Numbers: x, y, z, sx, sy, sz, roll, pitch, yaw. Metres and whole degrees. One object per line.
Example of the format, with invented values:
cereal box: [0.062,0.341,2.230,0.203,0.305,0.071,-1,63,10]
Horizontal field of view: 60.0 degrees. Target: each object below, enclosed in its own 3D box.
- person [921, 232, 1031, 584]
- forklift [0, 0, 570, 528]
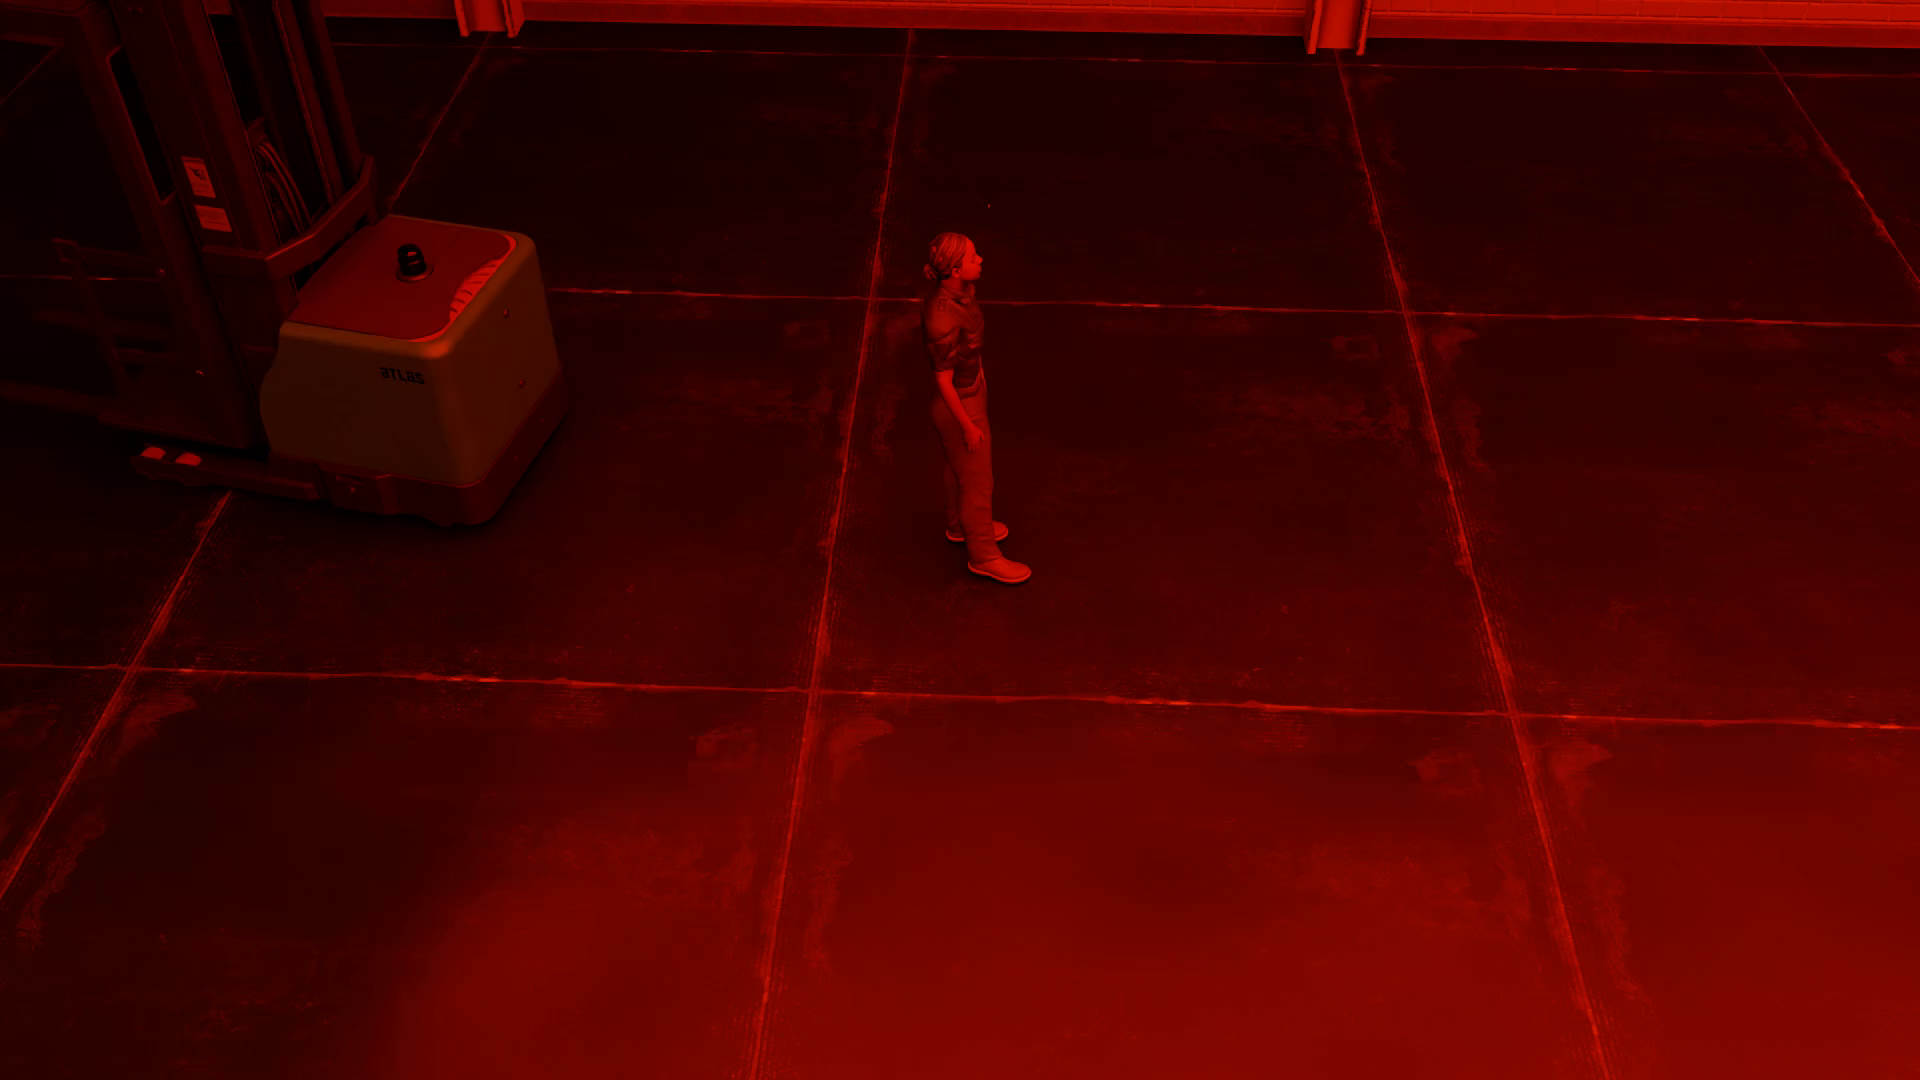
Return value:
person: [0.087,-0.601,7.335,0.503,1.656,0.569,2,42,2]
forklift: [-3.582,-1.681,7.583,3.031,2.935,1.130,10,43,11]
